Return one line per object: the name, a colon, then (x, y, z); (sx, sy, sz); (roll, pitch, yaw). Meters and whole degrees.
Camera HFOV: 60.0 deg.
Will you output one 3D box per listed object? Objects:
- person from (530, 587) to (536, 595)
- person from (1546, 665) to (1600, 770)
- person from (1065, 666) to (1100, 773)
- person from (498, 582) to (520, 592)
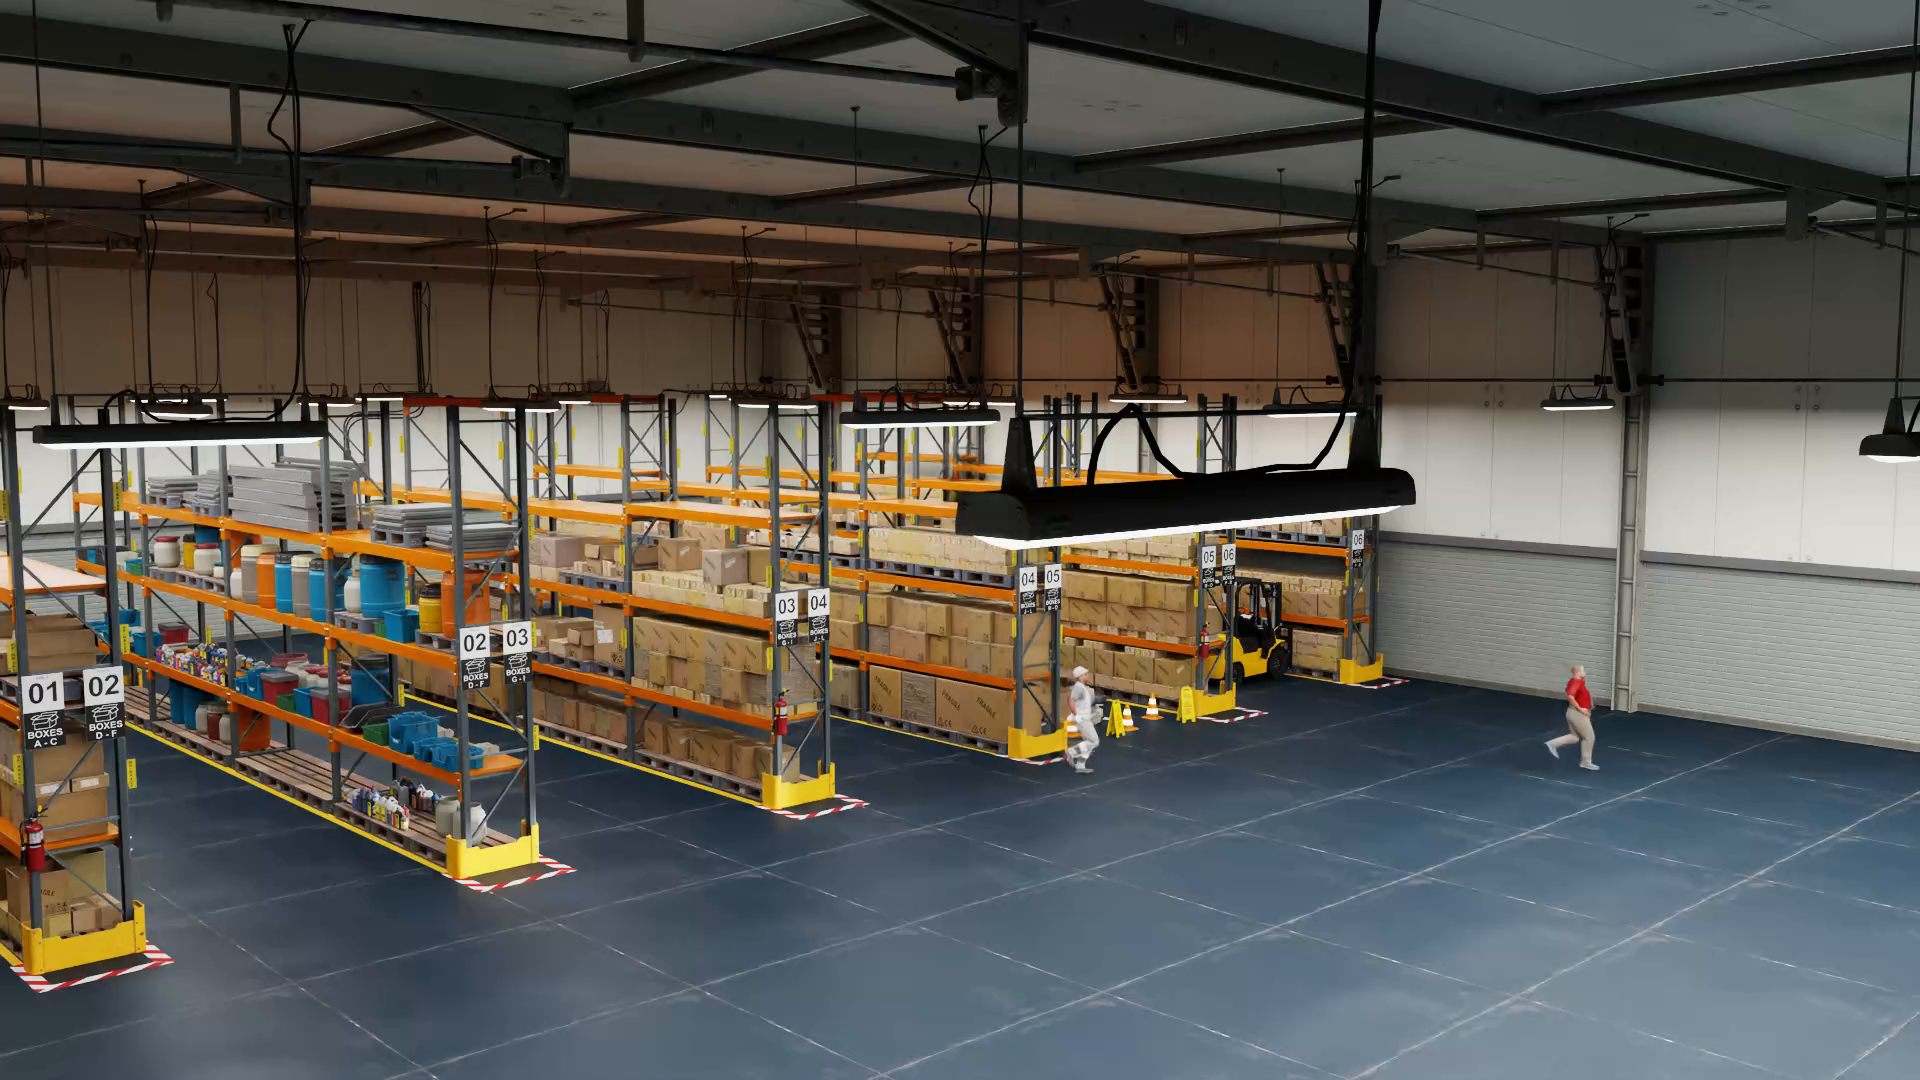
person: (-10.488, 1.580, 40.688); (0.574, 1.684, 0.634); (2, 6, 24)
person: (10.013, 2.918, 27.082); (0.843, 1.651, 0.663); (1, 6, 7)
person: (1.966, 2.893, 26.753); (0.564, 1.722, 0.706); (0, 6, 3)
person: (-10.793, 1.618, 40.011); (0.720, 1.843, 0.707); (1, 6, 12)
